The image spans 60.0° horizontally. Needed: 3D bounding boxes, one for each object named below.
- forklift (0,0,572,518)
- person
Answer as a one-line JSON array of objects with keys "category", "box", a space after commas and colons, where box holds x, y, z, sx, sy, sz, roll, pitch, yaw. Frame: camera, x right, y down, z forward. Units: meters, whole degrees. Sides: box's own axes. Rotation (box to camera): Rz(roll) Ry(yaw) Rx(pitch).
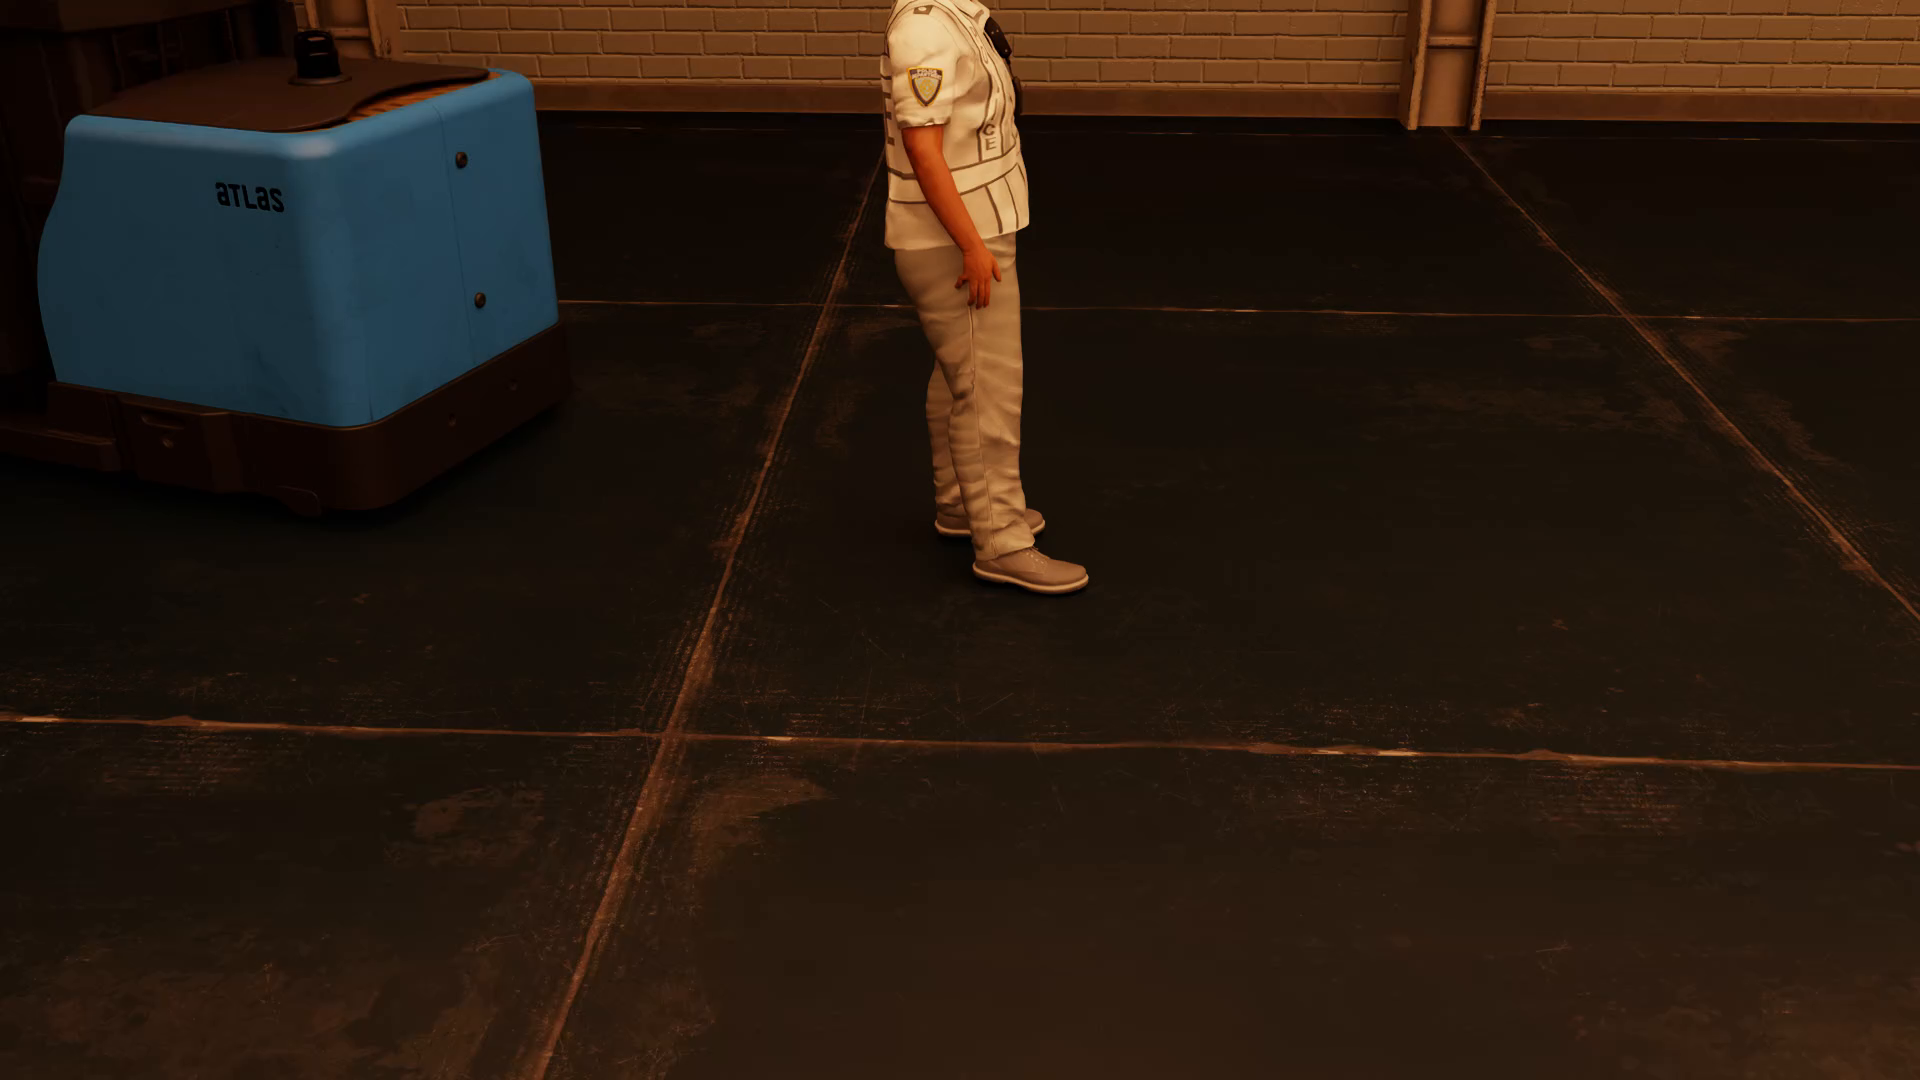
[{"category": "forklift", "box": [-2.813, -1.768, 4.794, 3.031, 2.935, 1.130, 9, 28, 18]}, {"category": "person", "box": [0.075, -0.742, 4.126, 0.529, 1.670, 0.598, 1, 26, 2]}]
